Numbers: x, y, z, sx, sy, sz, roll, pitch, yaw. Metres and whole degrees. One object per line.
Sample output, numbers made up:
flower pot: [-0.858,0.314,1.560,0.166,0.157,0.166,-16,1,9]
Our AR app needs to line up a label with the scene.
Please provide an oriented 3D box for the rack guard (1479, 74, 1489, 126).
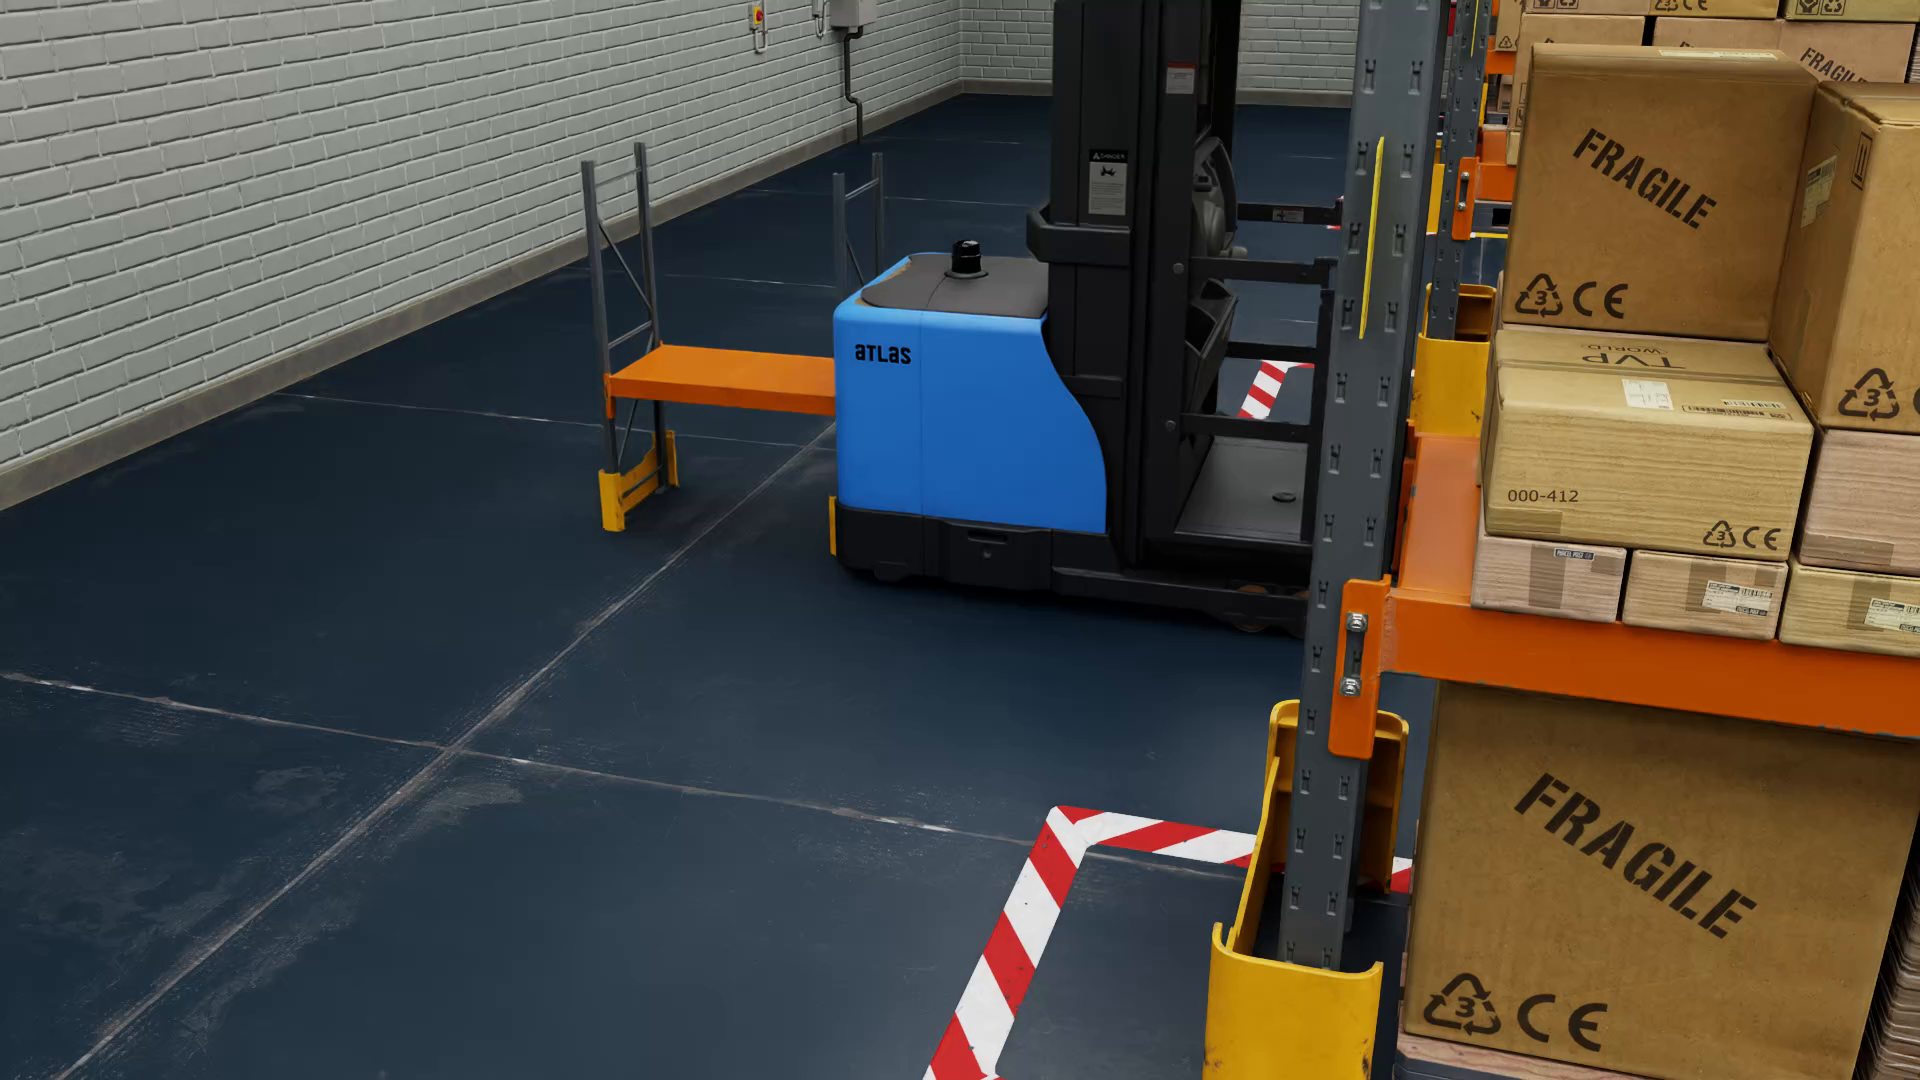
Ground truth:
rack guard: [5.228,-4.513,17.112,0.348,0.500,1.175,7,23,16]

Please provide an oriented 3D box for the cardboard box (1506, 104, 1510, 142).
cardboard box: [2.786,-2.015,8.060,0.250,0.149,0.380,7,23,16]

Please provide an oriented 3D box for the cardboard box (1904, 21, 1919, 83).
cardboard box: [4.217,-1.937,7.016,0.500,0.500,0.500,6,23,14]

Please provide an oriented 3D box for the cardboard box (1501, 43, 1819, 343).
cardboard box: [1.405,-0.730,3.415,0.500,0.500,0.500,7,23,16]

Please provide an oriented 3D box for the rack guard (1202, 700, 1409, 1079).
rack guard: [0.840,0.881,3.964,0.348,0.500,1.175,7,23,16]

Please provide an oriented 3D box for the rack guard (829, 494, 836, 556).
rack guard: [-0.403,-0.157,6.824,0.087,0.250,0.587,6,23,14]

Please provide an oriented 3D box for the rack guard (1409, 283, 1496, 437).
rack guard: [2.465,-0.899,8.303,0.348,0.500,1.175,7,23,16]

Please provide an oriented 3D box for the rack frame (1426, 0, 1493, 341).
rack frame: [2.392,-2.064,7.849,0.127,3.000,1.000,7,23,16]

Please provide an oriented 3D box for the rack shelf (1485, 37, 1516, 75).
rack shelf: [5.640,-3.321,11.863,4.000,0.370,1.077,7,23,16]

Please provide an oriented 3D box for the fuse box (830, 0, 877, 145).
fuse box: [-0.933,-4.634,15.813,0.414,1.711,0.539,7,23,16]

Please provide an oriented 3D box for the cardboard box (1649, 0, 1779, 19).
cardboard box: [3.230,-2.512,7.100,0.500,0.500,0.500,7,23,17]

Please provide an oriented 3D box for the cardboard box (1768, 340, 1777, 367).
cardboard box: [1.889,-0.329,3.424,0.500,0.250,0.500,6,23,15]

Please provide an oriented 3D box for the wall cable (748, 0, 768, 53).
wall cable: [-1.680,-4.968,13.548,0.123,1.953,0.585,7,23,16]

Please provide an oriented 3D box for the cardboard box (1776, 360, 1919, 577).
cardboard box: [1.744,-0.136,2.954,0.500,0.250,0.500,6,23,15]

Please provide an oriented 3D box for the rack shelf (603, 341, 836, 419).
rack shelf: [-0.874,-0.619,6.777,1.000,0.185,0.538,6,23,14]

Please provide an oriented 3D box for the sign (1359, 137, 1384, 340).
sign: [0.697,-0.509,2.814,0.005,0.325,0.100,7,23,16]

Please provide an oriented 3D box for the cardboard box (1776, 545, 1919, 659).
cardboard box: [1.598,0.058,3.008,0.250,0.149,0.380,6,23,14]

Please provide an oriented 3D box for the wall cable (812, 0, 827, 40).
wall cable: [-1.281,-5.470,14.814,0.122,1.984,0.588,7,23,16]

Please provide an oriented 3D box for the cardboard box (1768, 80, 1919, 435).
cardboard box: [1.723,-0.483,2.812,0.500,0.500,0.500,6,23,14]

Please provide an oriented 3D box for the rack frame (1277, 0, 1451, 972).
rack frame: [0.863,-0.273,3.483,0.127,3.000,1.000,7,23,16]

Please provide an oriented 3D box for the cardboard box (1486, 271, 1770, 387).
cardboard box: [1.403,-0.384,3.560,0.500,0.250,0.500,6,23,15]

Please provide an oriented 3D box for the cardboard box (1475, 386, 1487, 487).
cardboard box: [1.299,-0.237,3.727,0.250,0.149,0.380,7,23,17]

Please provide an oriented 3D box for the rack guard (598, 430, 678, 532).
rack guard: [-1.362,-0.259,7.073,0.087,0.250,0.587,6,23,14]

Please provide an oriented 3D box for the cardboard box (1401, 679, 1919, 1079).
cardboard box: [1.498,0.557,3.706,0.875,0.875,0.875,7,23,16]

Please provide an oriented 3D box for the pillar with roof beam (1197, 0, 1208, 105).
pillar with roof beam: [1.591,-7.512,13.226,0.400,9.000,9.100,7,23,16]

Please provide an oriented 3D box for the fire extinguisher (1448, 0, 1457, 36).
fire extinguisher: [4.881,-5.317,16.374,0.183,0.674,0.296,7,23,16]

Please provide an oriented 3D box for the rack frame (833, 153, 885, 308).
rack frame: [-0.384,-0.733,6.582,0.032,1.500,0.500,6,23,14]

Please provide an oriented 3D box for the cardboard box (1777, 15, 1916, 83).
cardboard box: [3.727,-1.991,7.147,0.500,0.500,0.500,7,23,16]

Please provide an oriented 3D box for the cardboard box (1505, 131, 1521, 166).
cardboard box: [2.608,-1.793,7.520,0.250,0.149,0.380,6,23,15]

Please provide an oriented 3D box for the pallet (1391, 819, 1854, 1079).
pallet: [1.651,1.076,3.868,1.213,0.211,1.003,7,23,16]

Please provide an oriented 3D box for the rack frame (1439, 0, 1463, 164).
rack frame: [3.725,-3.874,12.261,0.127,3.000,1.000,7,23,16]

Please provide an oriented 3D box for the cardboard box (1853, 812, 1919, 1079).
cardboard box: [2.370,0.657,3.463,0.875,0.875,0.875,7,23,16]

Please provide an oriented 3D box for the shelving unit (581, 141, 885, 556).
shelving unit: [-0.882,-0.787,6.711,1.083,1.500,0.587,6,23,14]

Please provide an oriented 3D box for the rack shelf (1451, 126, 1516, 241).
rack shelf: [4.307,-1.512,7.451,4.000,0.370,1.077,7,23,16]

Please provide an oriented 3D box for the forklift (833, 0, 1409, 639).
forklift: [1.098,-1.230,5.905,3.031,2.935,1.130,6,23,14]

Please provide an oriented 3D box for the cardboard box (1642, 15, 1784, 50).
cardboard box: [3.262,-2.049,7.289,0.500,0.500,0.500,7,23,16]

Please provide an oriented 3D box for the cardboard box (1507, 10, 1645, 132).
cardboard box: [2.742,-2.098,7.409,0.500,0.500,0.500,8,24,18]

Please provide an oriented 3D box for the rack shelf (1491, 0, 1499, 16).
rack shelf: [7.070,-5.125,16.260,4.000,0.370,1.077,7,23,16]

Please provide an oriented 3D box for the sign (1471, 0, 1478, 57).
sign: [2.235,-2.267,7.204,0.005,0.325,0.100,7,23,16]

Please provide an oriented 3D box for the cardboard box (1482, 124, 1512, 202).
cardboard box: [4.386,-2.846,12.579,0.875,0.438,0.875,6,23,14]

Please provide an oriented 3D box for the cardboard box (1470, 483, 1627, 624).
cardboard box: [1.107,0.002,3.143,0.250,0.149,0.380,7,23,16]

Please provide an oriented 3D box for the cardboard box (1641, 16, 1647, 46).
cardboard box: [3.388,-2.234,7.739,0.500,0.500,0.500,6,23,15]

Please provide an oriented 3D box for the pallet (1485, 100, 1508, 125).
pallet: [5.992,-4.292,16.955,1.213,0.211,1.003,7,23,16]

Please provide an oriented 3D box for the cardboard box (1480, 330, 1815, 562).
cardboard box: [1.244,-0.190,3.088,0.500,0.250,0.500,6,23,14]

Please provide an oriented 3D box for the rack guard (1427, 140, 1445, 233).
rack guard: [3.702,-2.720,12.742,0.348,0.500,1.175,7,23,16]

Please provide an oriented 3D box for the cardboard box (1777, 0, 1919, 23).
cardboard box: [3.722,-2.447,6.941,0.500,0.500,0.500,6,23,14]

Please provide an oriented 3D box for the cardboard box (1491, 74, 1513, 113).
cardboard box: [5.714,-4.615,16.805,0.637,0.503,0.797,6,23,13]

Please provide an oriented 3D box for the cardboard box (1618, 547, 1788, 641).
cardboard box: [1.353,0.030,3.076,0.250,0.149,0.380,6,23,15]

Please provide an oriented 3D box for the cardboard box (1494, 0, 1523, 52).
cardboard box: [4.102,-3.763,11.859,0.500,0.500,0.500,6,23,15]

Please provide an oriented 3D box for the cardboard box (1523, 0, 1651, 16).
cardboard box: [2.745,-2.565,7.229,0.500,0.500,0.500,6,23,15]

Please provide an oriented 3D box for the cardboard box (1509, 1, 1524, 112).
cardboard box: [2.897,-2.292,7.882,0.500,0.500,0.500,7,23,17]

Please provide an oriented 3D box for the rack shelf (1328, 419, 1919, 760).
rack shelf: [2.777,0.279,3.085,4.000,0.370,1.077,7,23,16]

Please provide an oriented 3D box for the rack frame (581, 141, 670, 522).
rack frame: [-1.363,-0.838,6.836,0.032,1.500,0.500,6,23,14]

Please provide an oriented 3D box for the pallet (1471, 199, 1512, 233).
pallet: [4.513,-2.524,12.646,1.213,0.211,1.003,7,23,16]
